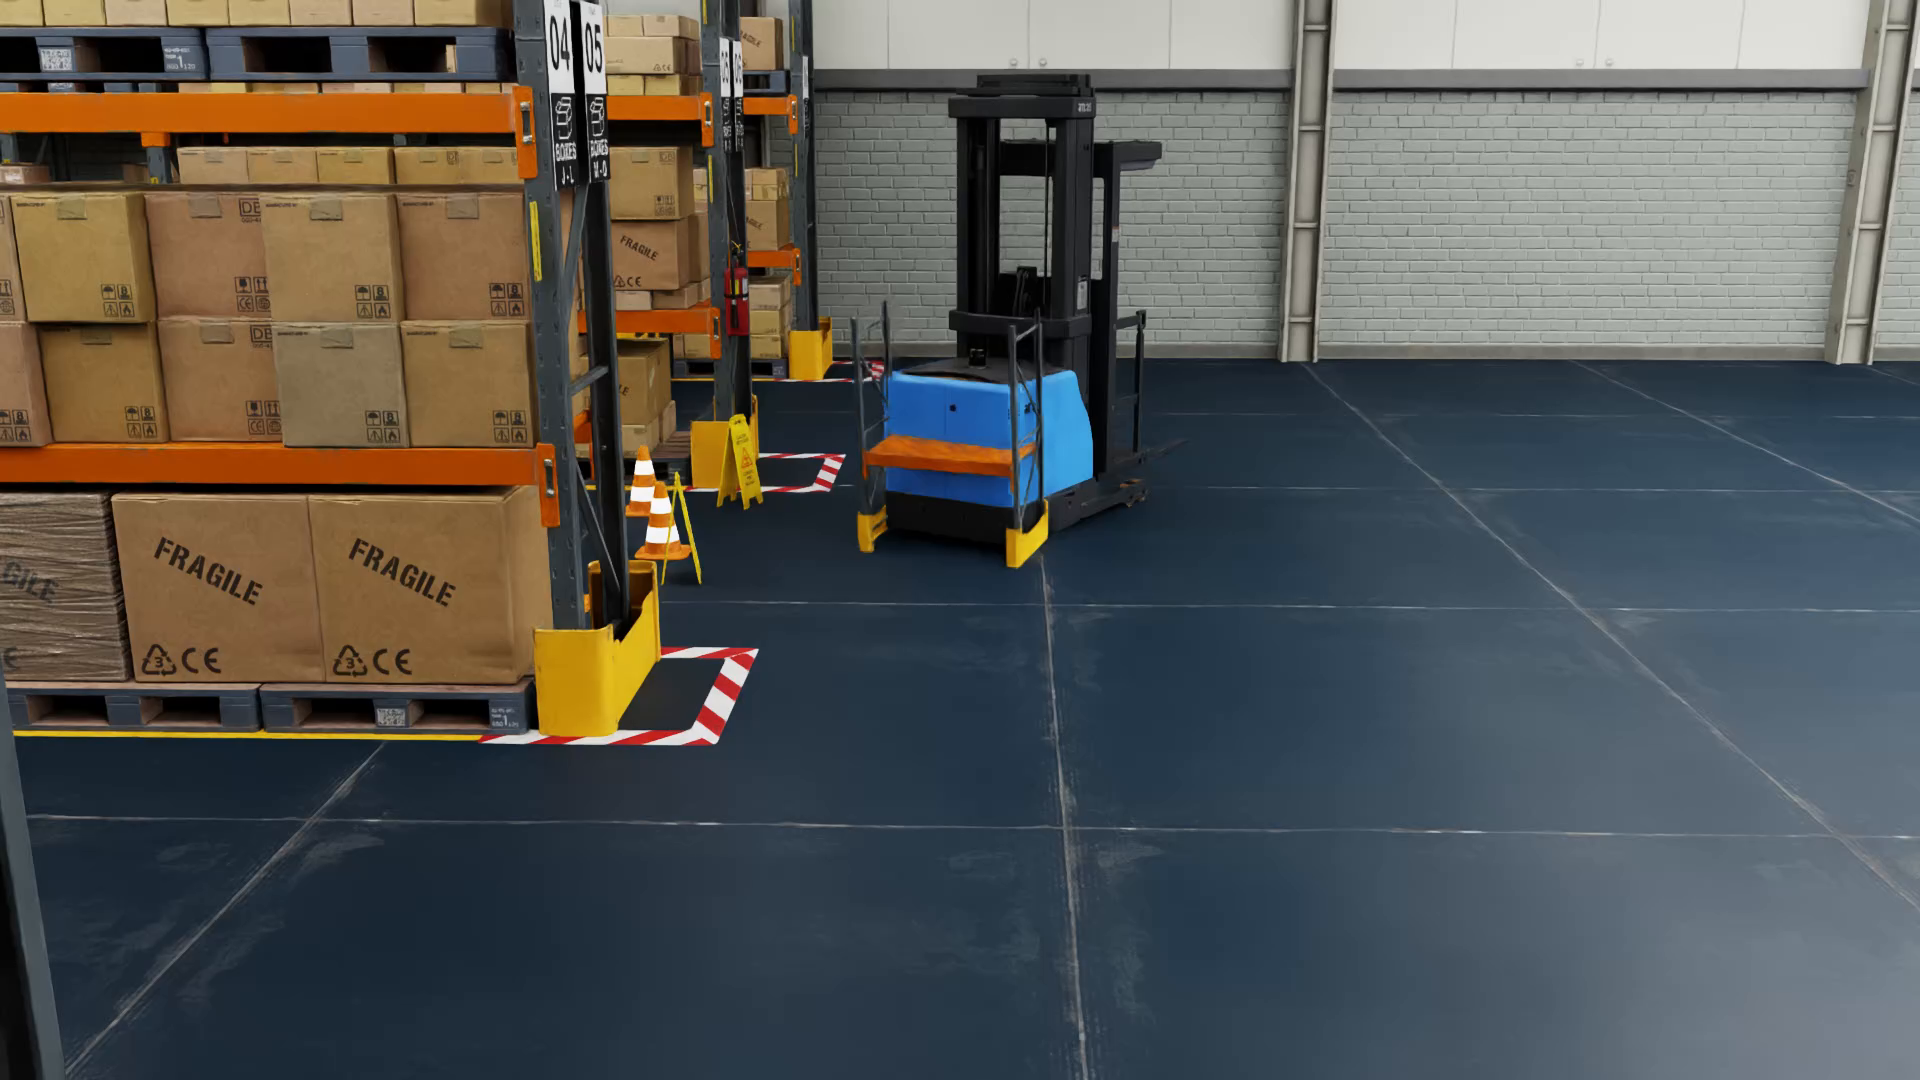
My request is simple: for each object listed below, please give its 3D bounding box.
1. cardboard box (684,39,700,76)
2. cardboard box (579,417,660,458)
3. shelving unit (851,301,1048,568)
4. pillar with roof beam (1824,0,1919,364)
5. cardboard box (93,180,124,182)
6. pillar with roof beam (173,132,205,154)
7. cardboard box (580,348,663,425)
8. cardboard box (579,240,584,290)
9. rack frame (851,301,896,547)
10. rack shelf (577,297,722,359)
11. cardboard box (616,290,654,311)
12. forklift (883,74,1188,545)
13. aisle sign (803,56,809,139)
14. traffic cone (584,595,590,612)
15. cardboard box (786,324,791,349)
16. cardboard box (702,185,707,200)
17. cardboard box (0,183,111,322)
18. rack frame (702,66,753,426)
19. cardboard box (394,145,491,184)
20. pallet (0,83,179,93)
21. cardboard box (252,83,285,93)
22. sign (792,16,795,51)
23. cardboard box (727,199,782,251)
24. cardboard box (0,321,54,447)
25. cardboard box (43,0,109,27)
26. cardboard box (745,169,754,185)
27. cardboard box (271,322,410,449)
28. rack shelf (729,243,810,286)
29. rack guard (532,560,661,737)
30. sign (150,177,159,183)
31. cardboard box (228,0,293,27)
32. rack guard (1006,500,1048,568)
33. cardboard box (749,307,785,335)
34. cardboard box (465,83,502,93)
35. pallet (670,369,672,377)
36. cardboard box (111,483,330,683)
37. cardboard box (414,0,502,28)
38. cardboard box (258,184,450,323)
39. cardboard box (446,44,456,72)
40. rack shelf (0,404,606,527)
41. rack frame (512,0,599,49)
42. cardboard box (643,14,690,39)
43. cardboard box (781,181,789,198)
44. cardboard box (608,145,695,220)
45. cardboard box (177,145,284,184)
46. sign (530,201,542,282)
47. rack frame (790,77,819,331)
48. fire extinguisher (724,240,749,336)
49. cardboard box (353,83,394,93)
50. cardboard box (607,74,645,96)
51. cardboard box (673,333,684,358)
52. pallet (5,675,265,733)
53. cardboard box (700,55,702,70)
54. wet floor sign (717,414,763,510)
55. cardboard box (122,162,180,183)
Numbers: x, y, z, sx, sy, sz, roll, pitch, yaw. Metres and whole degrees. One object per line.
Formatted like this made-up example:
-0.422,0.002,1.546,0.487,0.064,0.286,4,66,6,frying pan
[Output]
-2.218,-3.570,12.322,0.500,0.250,0.500,0,15,0,cardboard box
-2.561,-0.787,12.511,0.500,0.250,0.500,0,15,1,cardboard box
-0.065,-0.677,10.363,1.083,1.500,0.587,6,22,21,shelving unit
9.614,-5.202,12.917,0.400,9.000,9.100,0,15,1,pillar with roof beam
-9.002,-3.733,17.643,0.250,0.149,0.380,1,15,3,cardboard box
-8.380,-5.319,13.362,0.400,9.000,9.100,0,15,1,pillar with roof beam
-2.530,-1.152,12.423,0.500,0.500,0.500,0,15,2,cardboard box
-2.772,-2.107,12.167,0.500,0.500,0.500,0,15,2,cardboard box
-0.529,-0.723,10.541,0.032,1.500,0.500,6,22,21,rack frame
-3.721,-1.642,12.595,4.000,0.370,1.077,0,15,1,rack shelf
-2.358,-1.777,12.187,0.250,0.149,0.380,0,15,1,cardboard box
0.698,-1.705,11.556,1.130,2.935,3.031,9,17,31,forklift
-1.541,-4.425,16.634,0.004,0.787,0.394,0,15,1,aisle sign
-2.242,0.147,9.376,0.334,0.463,0.336,0,15,1,traffic cone
-2.085,-2.170,17.750,0.500,0.250,0.500,0,15,2,cardboard box
-2.467,-3.547,16.937,0.250,0.149,0.380,1,15,2,cardboard box
-4.289,-1.311,7.518,0.550,0.550,0.875,0,15,1,cardboard box
-1.722,-1.977,12.454,0.127,3.000,1.000,0,15,1,rack frame
-3.752,-2.621,12.156,0.500,0.500,0.700,0,15,1,cardboard box
-6.335,-3.394,12.312,1.003,0.211,1.213,0,15,1,pallet
-4.905,-3.278,11.997,0.250,0.149,0.380,0,15,1,cardboard box
-1.627,-4.945,16.242,0.005,0.325,0.100,0,15,1,sign
-2.098,-3.227,16.997,0.500,0.500,0.500,0,15,0,cardboard box
-4.290,-0.782,7.630,0.550,0.550,0.875,0,15,1,cardboard box
-3.613,-2.220,6.968,0.250,0.149,0.380,1,15,2,cardboard box
-2.210,-3.691,16.899,0.250,0.149,0.380,0,15,2,cardboard box
-2.670,-0.775,7.605,0.550,0.550,0.875,0,15,1,cardboard box
-3.598,-2.908,17.393,4.000,0.370,1.077,0,15,1,rack shelf
-1.724,0.495,7.985,0.348,0.500,1.175,0,15,1,rack guard
-5.731,-2.421,11.868,0.005,0.325,0.100,0,15,1,sign
-2.850,-2.215,6.950,0.250,0.149,0.380,1,15,2,cardboard box
0.422,-0.044,10.400,0.087,0.250,0.587,6,22,21,rack guard
-2.094,-2.282,17.195,0.500,0.250,0.500,0,15,1,cardboard box
-3.365,-3.252,11.900,0.250,0.149,0.380,0,15,0,cardboard box
-3.581,-1.898,17.618,1.213,0.211,1.003,0,15,1,pallet
-3.307,0.118,7.856,0.875,0.875,0.875,0,15,1,cardboard box
-2.089,-2.210,6.930,0.250,0.149,0.380,0,15,1,cardboard box
-2.670,-1.301,7.481,0.550,0.550,0.875,0,15,1,cardboard box
-3.767,-3.442,11.836,0.500,0.250,0.500,1,15,2,cardboard box
-3.747,-0.379,7.808,4.000,0.370,1.077,0,15,1,rack shelf
-1.748,-3.615,6.901,0.127,3.000,1.000,0,15,1,rack frame
-2.068,-3.618,11.724,0.250,0.149,0.380,1,15,2,cardboard box
-1.932,-3.673,17.415,0.250,0.149,0.380,0,15,0,cardboard box
-2.238,-2.600,12.077,0.500,0.500,0.700,0,15,0,cardboard box
-5.287,-2.621,12.154,0.500,0.500,0.700,0,15,1,cardboard box
-1.775,-1.250,6.964,0.005,0.325,0.100,0,15,1,sign
-1.599,-3.243,17.252,0.127,3.000,1.000,0,15,1,rack frame
-1.619,-1.821,12.015,0.183,0.674,0.296,0,15,1,fire extinguisher
-4.129,-3.237,11.840,0.250,0.149,0.380,0,15,0,cardboard box
-2.335,-3.230,11.816,0.250,0.149,0.380,0,15,2,cardboard box
-3.074,-2.050,17.297,0.500,0.250,0.500,1,15,2,cardboard box
-3.765,0.640,7.999,1.213,0.211,1.003,0,15,1,pallet
-2.435,-4.751,16.562,0.250,0.149,0.380,0,15,0,cardboard box
-1.560,-0.565,11.715,0.232,0.644,0.267,6,16,21,wet floor sign
-6.182,-2.805,12.719,0.250,0.149,0.380,0,15,1,cardboard box
